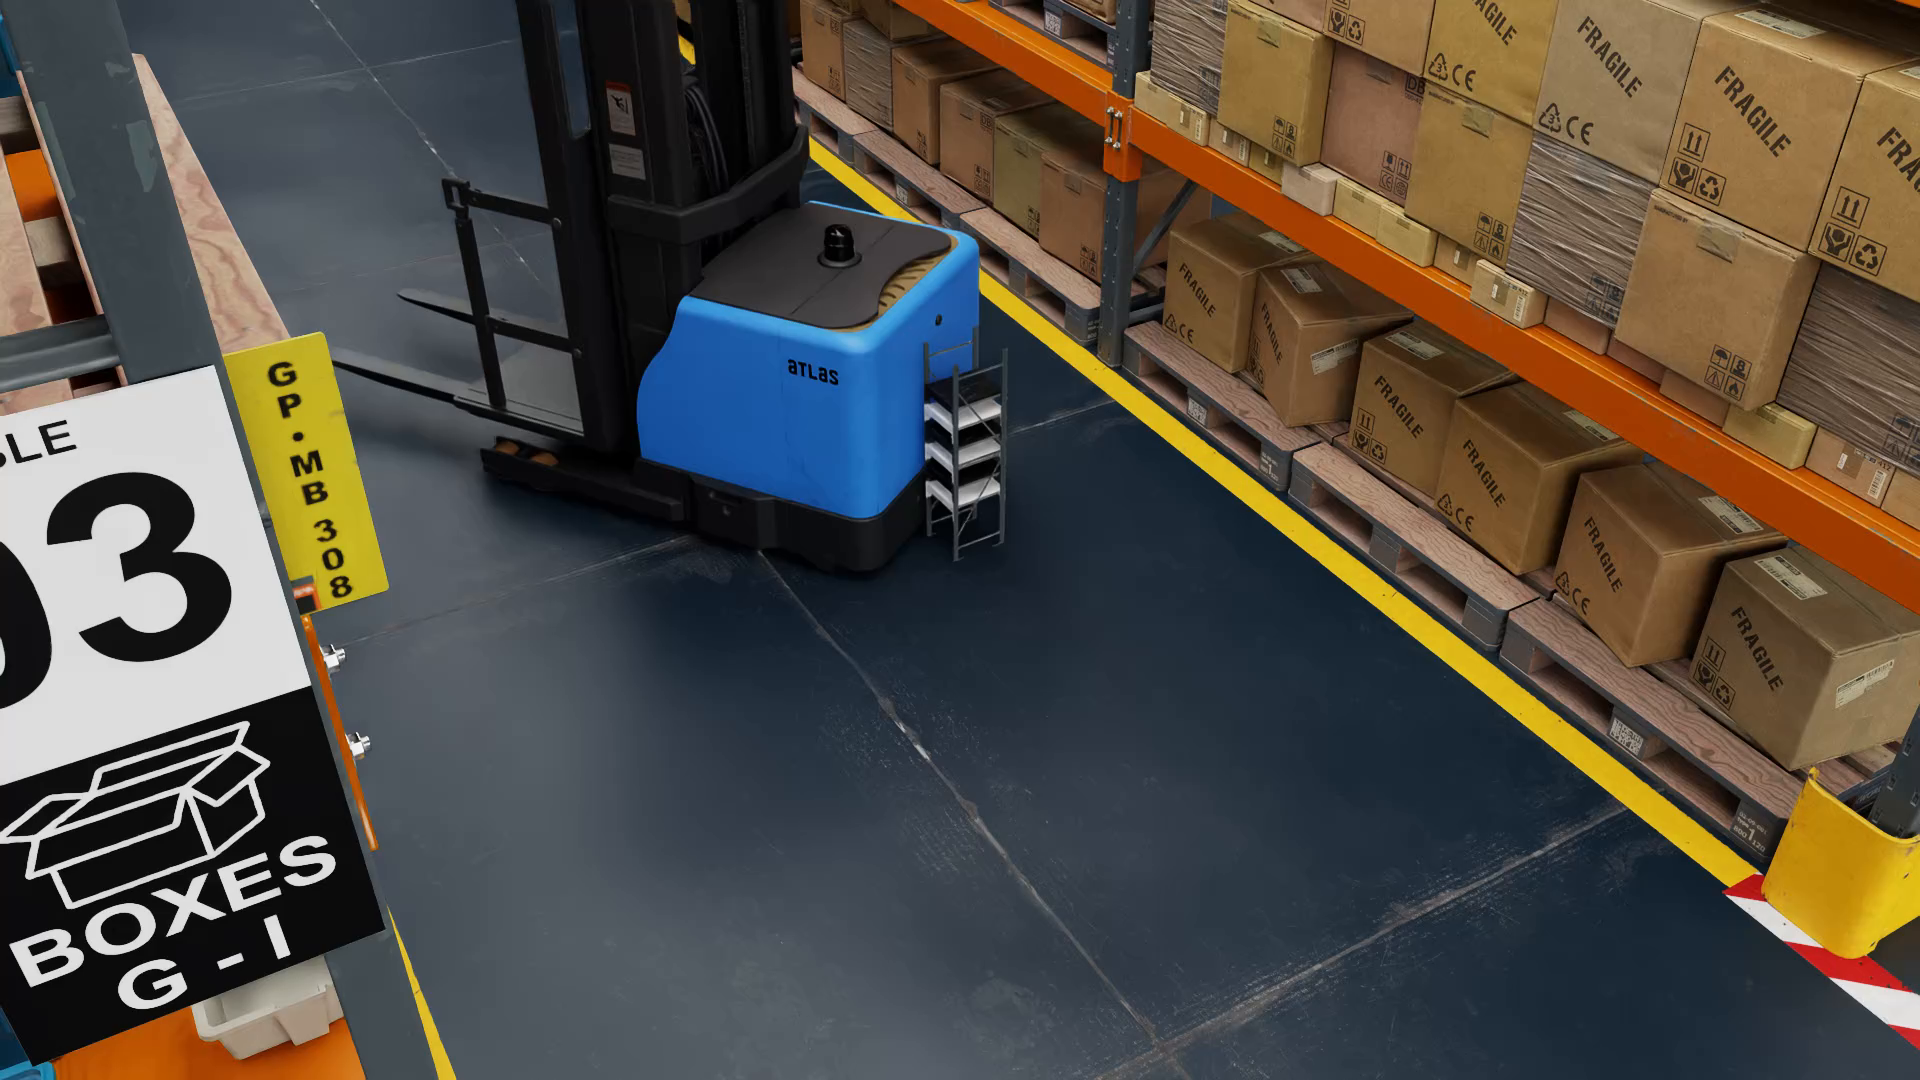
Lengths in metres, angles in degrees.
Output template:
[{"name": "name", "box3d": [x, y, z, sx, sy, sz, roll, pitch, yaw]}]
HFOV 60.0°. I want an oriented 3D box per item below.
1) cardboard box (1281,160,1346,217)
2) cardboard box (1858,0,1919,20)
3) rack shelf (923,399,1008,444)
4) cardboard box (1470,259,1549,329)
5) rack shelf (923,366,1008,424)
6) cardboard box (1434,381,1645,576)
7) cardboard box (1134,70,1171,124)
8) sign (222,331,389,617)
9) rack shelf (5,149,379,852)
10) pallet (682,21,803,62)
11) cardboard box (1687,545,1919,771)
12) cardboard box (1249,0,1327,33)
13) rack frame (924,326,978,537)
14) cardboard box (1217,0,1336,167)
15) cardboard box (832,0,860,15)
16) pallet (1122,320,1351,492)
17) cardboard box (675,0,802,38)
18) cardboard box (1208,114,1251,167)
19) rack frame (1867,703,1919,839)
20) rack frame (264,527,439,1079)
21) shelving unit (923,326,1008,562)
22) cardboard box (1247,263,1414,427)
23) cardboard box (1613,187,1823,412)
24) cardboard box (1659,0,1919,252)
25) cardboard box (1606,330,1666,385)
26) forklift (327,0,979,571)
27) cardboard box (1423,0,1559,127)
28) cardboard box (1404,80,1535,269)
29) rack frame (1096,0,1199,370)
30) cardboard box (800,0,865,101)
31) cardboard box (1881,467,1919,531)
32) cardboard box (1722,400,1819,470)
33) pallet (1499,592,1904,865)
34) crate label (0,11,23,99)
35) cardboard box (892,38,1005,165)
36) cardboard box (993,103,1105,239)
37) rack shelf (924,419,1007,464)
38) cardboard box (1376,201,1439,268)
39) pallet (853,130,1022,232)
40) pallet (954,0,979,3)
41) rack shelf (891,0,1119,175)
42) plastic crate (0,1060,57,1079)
[{"name": "cardboard box", "box3d": [1.450, -1.379, 6.308, 0.380, 0.149, 0.250, -19, 40, -24]}, {"name": "cardboard box", "box3d": [2.838, -1.337, 4.853, 0.500, 0.500, 0.500, -19, 40, -24]}, {"name": "rack shelf", "box3d": [0.021, -0.482, 6.398, 0.258, 0.077, 0.200, -21, 41, -26]}, {"name": "cardboard box", "box3d": [1.958, -0.871, 5.612, 0.380, 0.149, 0.250, -19, 40, -24]}, {"name": "rack shelf", "box3d": [0.021, -0.555, 6.345, 0.258, 0.077, 0.200, -21, 41, -26]}, {"name": "cardboard box", "box3d": [2.196, -0.258, 6.323, 0.500, 0.500, 0.500, -15, 39, -20]}, {"name": "cardboard box", "box3d": [0.962, -1.894, 7.013, 0.380, 0.149, 0.250, -19, 40, -24]}, {"name": "sign", "box3d": [-0.681, -0.063, 1.742, 0.100, 0.325, 0.005, -19, 40, -24]}, {"name": "rack shelf", "box3d": [-2.163, -0.628, 3.133, 1.077, 0.370, 4.000, -19, 40, -24]}, {"name": "pallet", "box3d": [-1.226, -3.533, 11.408, 1.003, 0.211, 1.213, -19, 40, -24]}, {"name": "cardboard box", "box3d": [2.825, 0.362, 5.475, 0.500, 0.500, 0.500, -12, 38, -16]}, {"name": "cardboard box", "box3d": [1.373, -2.199, 6.033, 0.500, 0.500, 0.500, -19, 40, -24]}, {"name": "rack frame", "box3d": [-0.034, -0.414, 6.554, 0.240, 0.900, 0.006, -21, 41, -26]}, {"name": "cardboard box", "box3d": [1.508, -1.842, 6.391, 0.875, 0.500, 0.500, -19, 40, -24]}, {"name": "cardboard box", "box3d": [-0.533, -3.373, 9.935, 0.500, 0.250, 0.500, -17, 40, -22]}, {"name": "pallet", "box3d": [1.482, -0.736, 7.579, 1.003, 0.211, 1.213, -19, 40, -24]}, {"name": "cardboard box", "box3d": [-1.224, -3.904, 10.997, 1.225, 0.875, 0.875, -21, 41, -26]}, {"name": "cardboard box", "box3d": [1.226, -1.644, 6.670, 0.380, 0.149, 0.250, -19, 40, -24]}, {"name": "rack frame", "box3d": [3.124, -0.155, 4.418, 1.000, 3.000, 0.127, -19, 40, -24]}, {"name": "rack frame", "box3d": [-1.159, 1.313, 2.409, 1.000, 3.000, 0.127, -19, 40, -24]}, {"name": "shelving unit", "box3d": [0.021, -0.364, 6.485, 0.258, 0.900, 0.210, -21, 41, -26]}, {"name": "cardboard box", "box3d": [1.575, -0.849, 7.132, 0.500, 0.500, 0.500, -7, 37, -9]}, {"name": "cardboard box", "box3d": [2.516, -0.823, 4.997, 0.875, 0.500, 0.500, -19, 40, -24]}, {"name": "cardboard box", "box3d": [2.378, -1.179, 4.637, 0.500, 0.500, 0.500, -19, 40, -24]}, {"name": "cardboard box", "box3d": [2.305, -0.649, 5.308, 0.380, 0.149, 0.250, -19, 40, -24]}, {"name": "forklift", "box3d": [-1.464, -1.651, 6.525, 3.031, 2.935, 1.130, 16, 39, 21]}, {"name": "cardboard box", "box3d": [1.885, -1.693, 5.339, 0.500, 0.500, 0.500, -19, 40, -24]}, {"name": "cardboard box", "box3d": [2.061, -1.349, 5.717, 0.875, 0.500, 0.500, -19, 40, -24]}, {"name": "rack frame", "box3d": [1.114, -2.194, 7.211, 1.000, 3.000, 0.127, -19, 40, -24]}, {"name": "cardboard box", "box3d": [-0.541, -3.067, 10.152, 0.700, 0.500, 0.500, -21, 41, -26]}, {"name": "cardboard box", "box3d": [2.802, -0.137, 4.608, 0.380, 0.149, 0.250, -19, 40, -24]}, {"name": "cardboard box", "box3d": [2.507, -0.377, 4.936, 0.380, 0.149, 0.250, -19, 40, -24]}, {"name": "pallet", "box3d": [2.708, 0.508, 5.876, 1.003, 0.211, 1.213, -19, 40, -24]}, {"name": "crate label", "box3d": [-1.813, -0.891, 3.009, 0.502, 0.251, 0.408, -19, 40, -24]}, {"name": "cardboard box", "box3d": [0.039, -2.501, 9.377, 0.700, 0.500, 0.500, -16, 39, -20]}, {"name": "cardboard box", "box3d": [0.601, -1.931, 8.597, 0.700, 0.500, 0.500, -19, 40, -24]}, {"name": "rack shelf", "box3d": [0.021, -0.409, 6.452, 0.258, 0.077, 0.200, -21, 41, -26]}, {"name": "cardboard box", "box3d": [1.727, -1.133, 5.971, 0.380, 0.149, 0.250, -19, 40, -24]}, {"name": "pallet", "box3d": [0.105, -2.088, 9.430, 1.003, 0.211, 1.213, -19, 40, -24]}, {"name": "pallet", "box3d": [0.135, -3.159, 8.695, 1.003, 0.211, 1.213, -19, 40, -24]}, {"name": "rack shelf", "box3d": [0.109, -2.924, 8.820, 1.077, 0.370, 4.000, -19, 40, -24]}, {"name": "plastic crate", "box3d": [-1.669, 1.207, 2.681, 0.499, 0.251, 0.616, -19, 40, -24]}]
